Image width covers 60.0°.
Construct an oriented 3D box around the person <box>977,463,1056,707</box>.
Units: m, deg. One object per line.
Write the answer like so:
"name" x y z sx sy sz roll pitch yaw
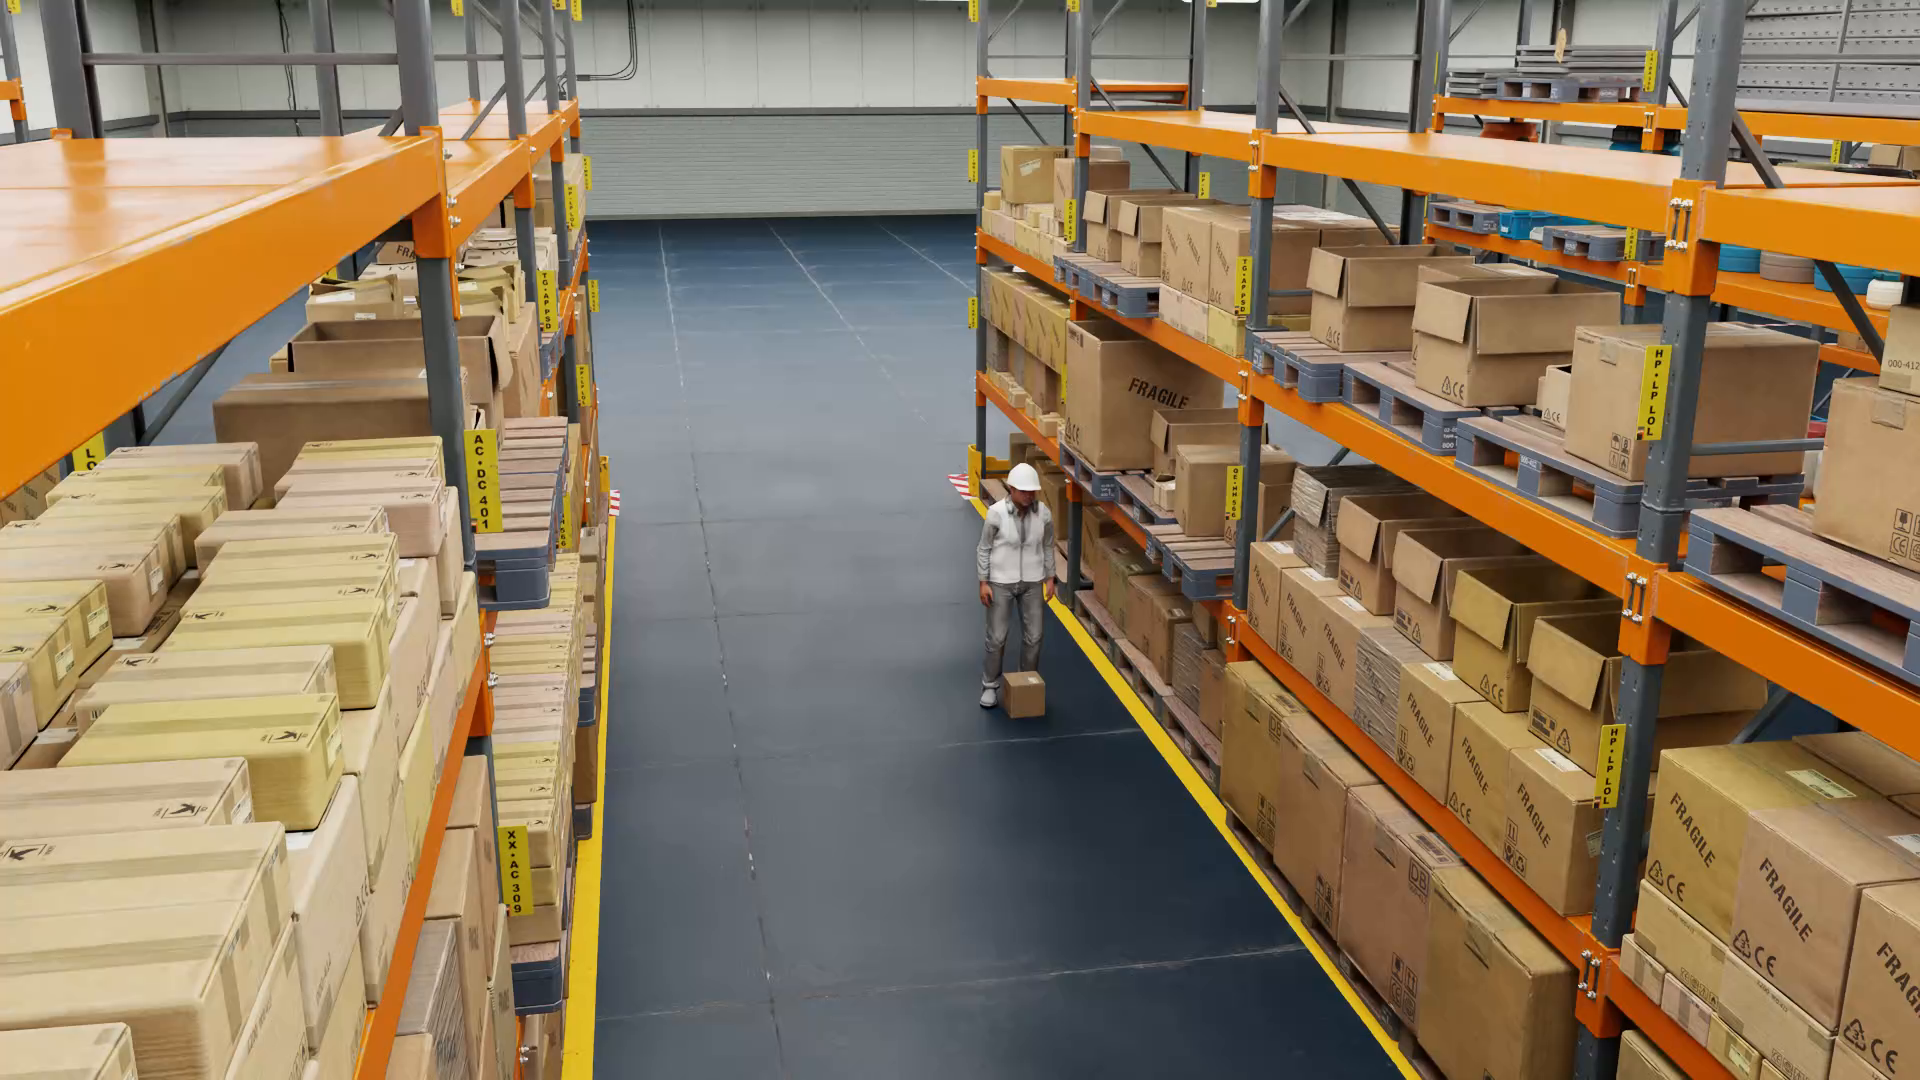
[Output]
"person" 0.407 0.305 11.941 0.590 1.770 0.465 -4 17 -14
